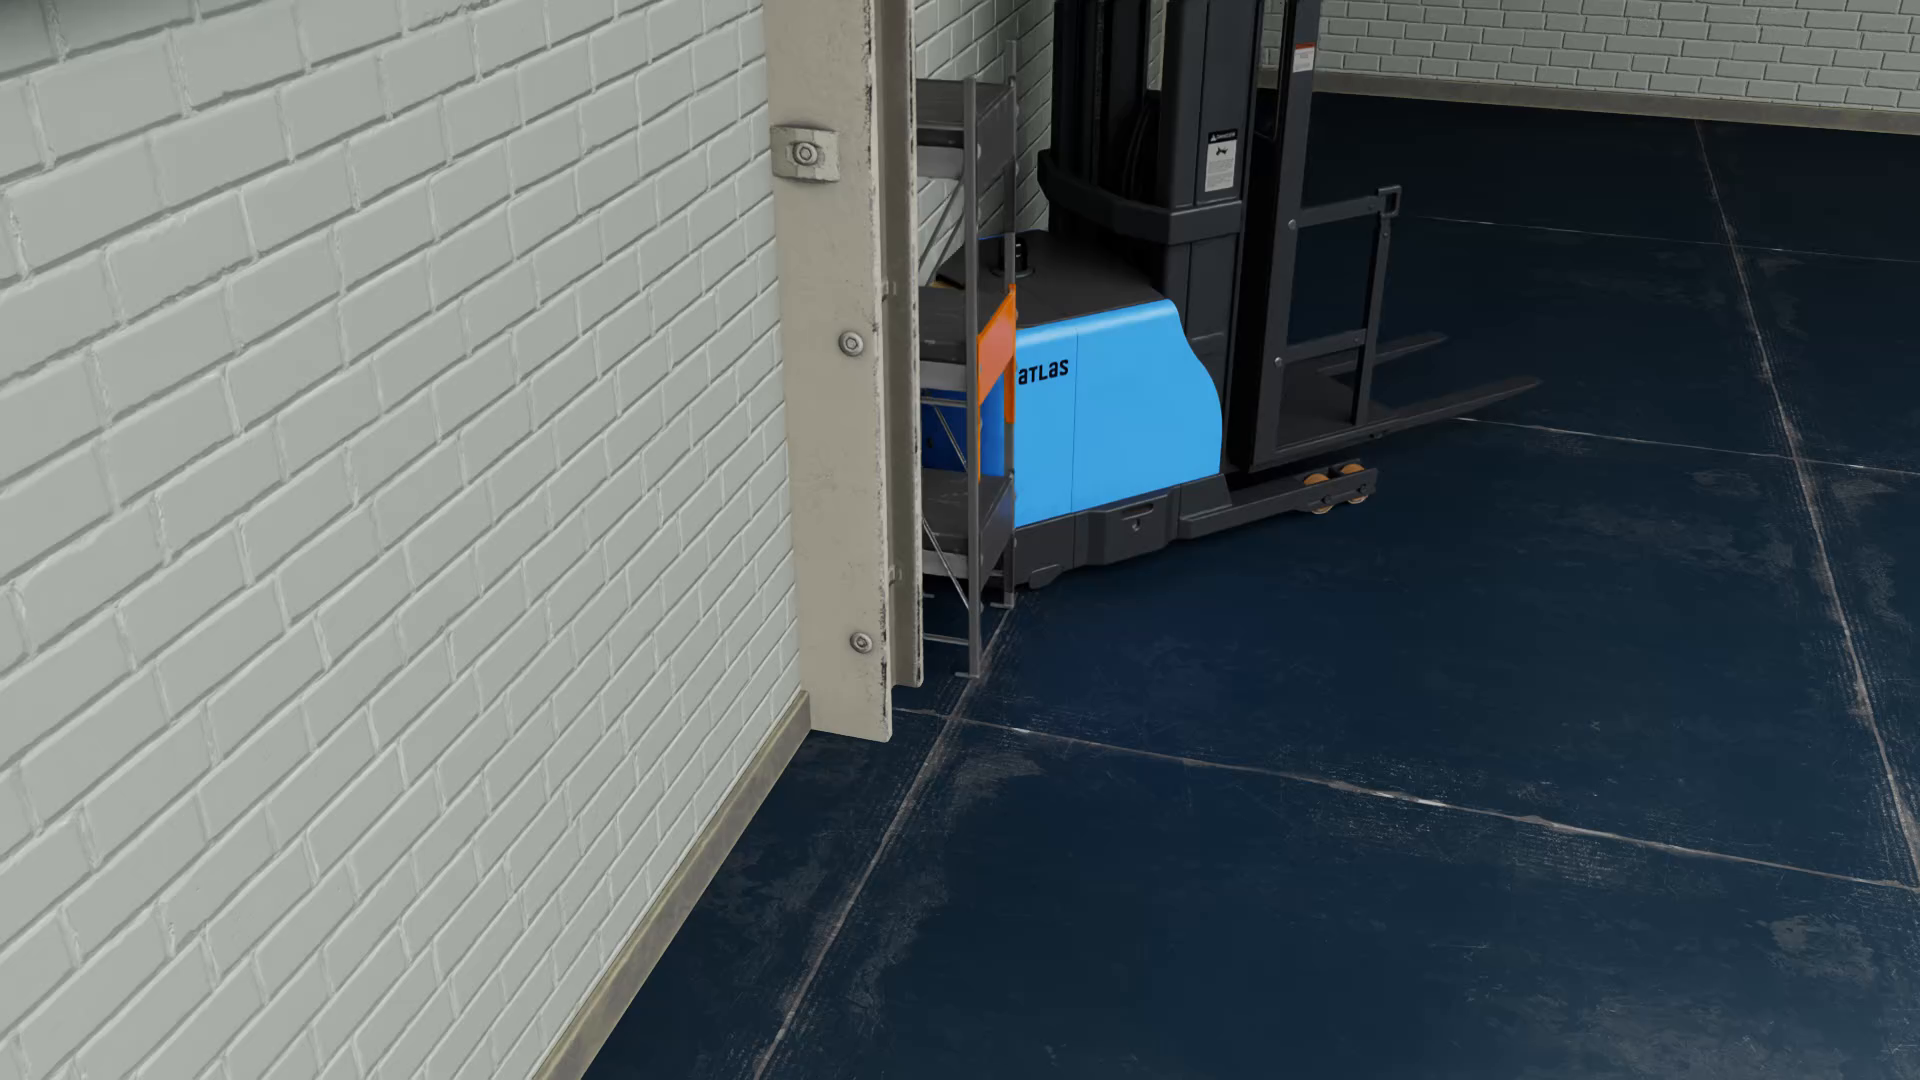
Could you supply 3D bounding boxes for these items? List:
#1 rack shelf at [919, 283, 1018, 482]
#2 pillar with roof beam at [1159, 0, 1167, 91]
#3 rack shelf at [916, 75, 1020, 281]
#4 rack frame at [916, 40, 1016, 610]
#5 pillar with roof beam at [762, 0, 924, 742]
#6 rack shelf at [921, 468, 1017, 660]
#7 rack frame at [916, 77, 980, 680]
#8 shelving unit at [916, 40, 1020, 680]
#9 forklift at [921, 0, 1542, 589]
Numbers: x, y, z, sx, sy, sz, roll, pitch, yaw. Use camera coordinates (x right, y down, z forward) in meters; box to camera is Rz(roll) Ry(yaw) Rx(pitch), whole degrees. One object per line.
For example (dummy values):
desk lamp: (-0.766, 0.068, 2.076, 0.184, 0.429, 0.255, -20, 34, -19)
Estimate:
rack shelf: (-0.070, -0.555, 5.607, 0.431, 0.518, 0.480, 7, 30, 14)
pillar with roof beam: (5.544, -5.546, 7.463, 9.100, 9.000, 0.400, 8, 30, 15)
rack shelf: (-0.079, -1.166, 5.266, 0.431, 0.518, 0.480, 7, 30, 14)
rack frame: (-0.004, -0.682, 5.805, 0.400, 2.100, 0.015, 7, 30, 14)
pillar with roof beam: (3.783, -2.758, 2.450, 9.100, 9.000, 0.400, 8, 30, 15)
rack shelf: (-0.062, 0.056, 5.949, 0.431, 0.518, 0.480, 7, 30, 14)
rack frame: (-0.137, -0.451, 5.396, 0.400, 2.100, 0.015, 7, 30, 14)
shelving unit: (-0.071, -0.567, 5.601, 0.431, 2.100, 0.503, 7, 30, 14)
forklift: (1.175, -1.597, 6.606, 3.031, 2.935, 1.130, -15, 32, -25)
